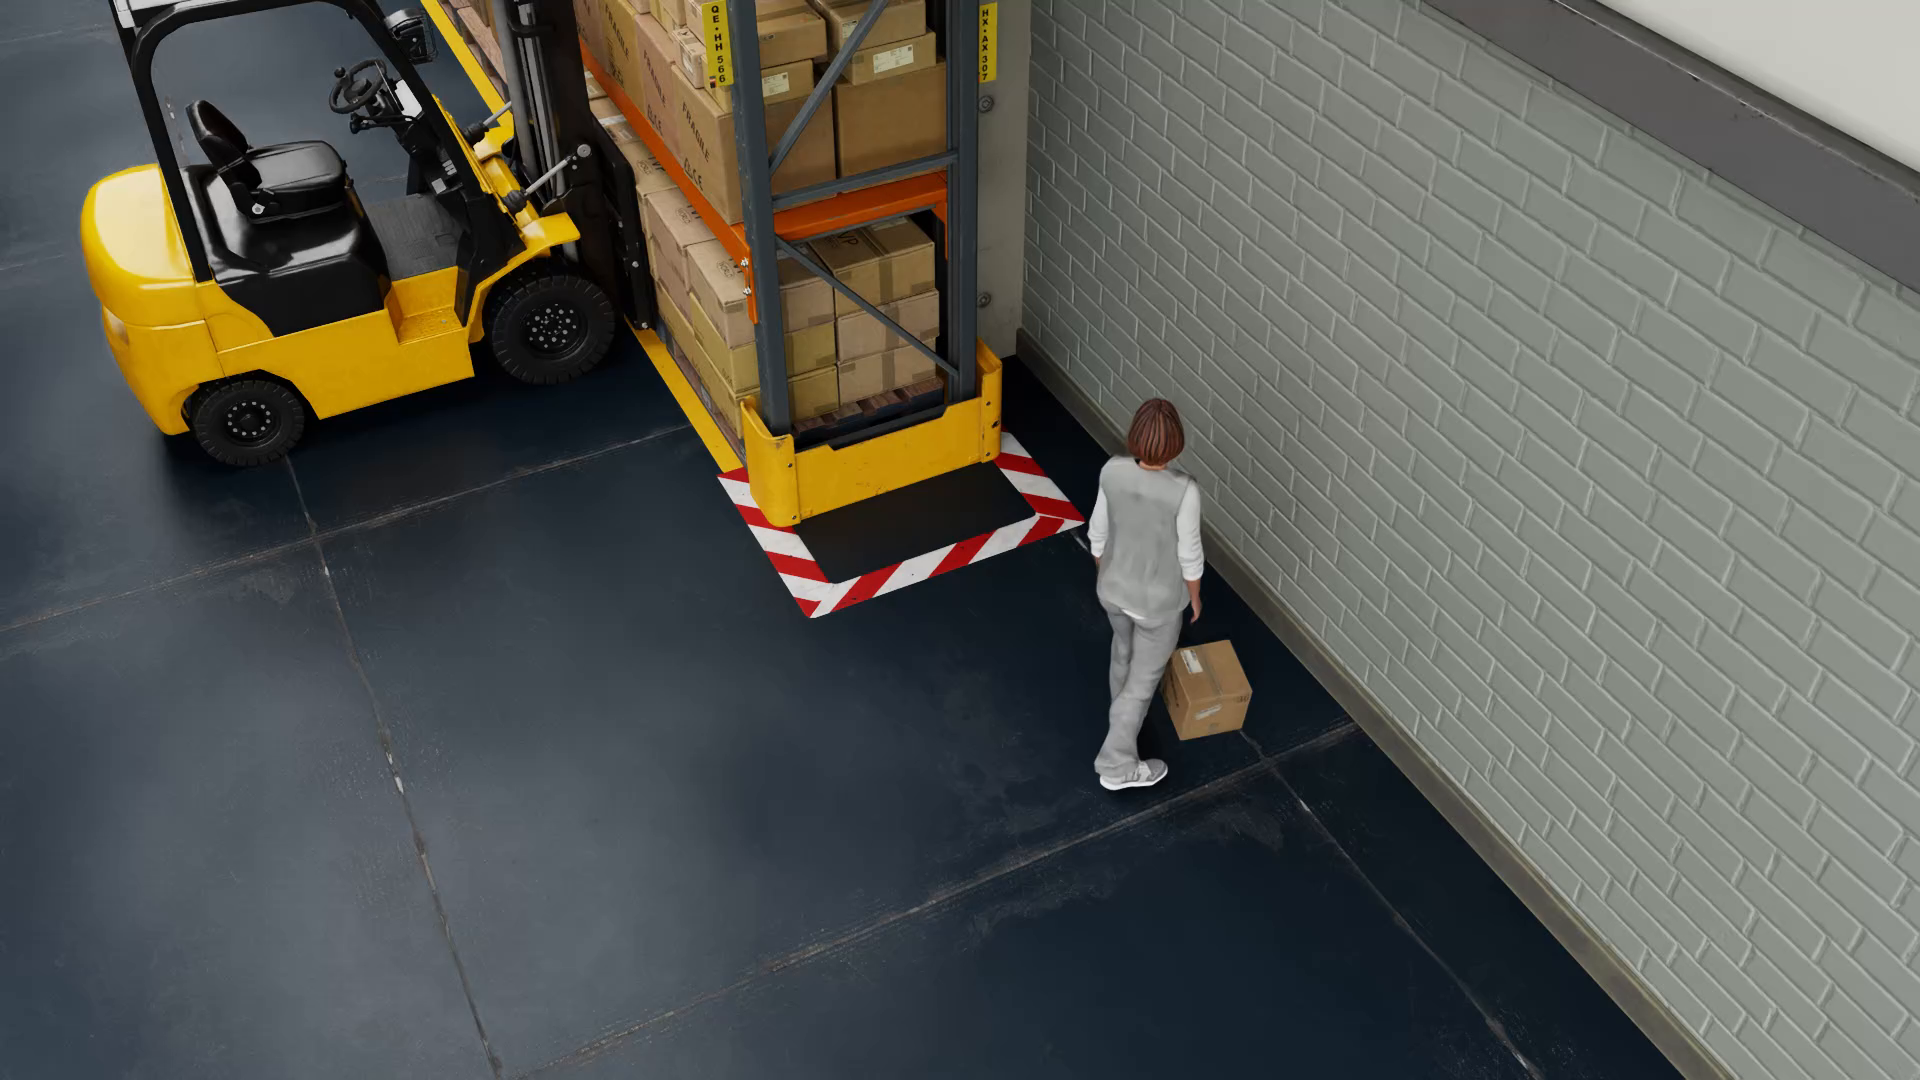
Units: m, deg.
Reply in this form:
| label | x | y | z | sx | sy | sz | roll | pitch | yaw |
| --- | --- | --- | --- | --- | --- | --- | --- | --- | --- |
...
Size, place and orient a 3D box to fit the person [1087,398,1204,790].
| label | x | y | z | sx | sy | sz | roll | pitch | yaw |
| --- | --- | --- | --- | --- | --- | --- | --- | --- | --- |
| person | 0.631 | 0.210 | 5.935 | 0.452 | 1.587 | 0.506 | 25 | 47 | 25 |
